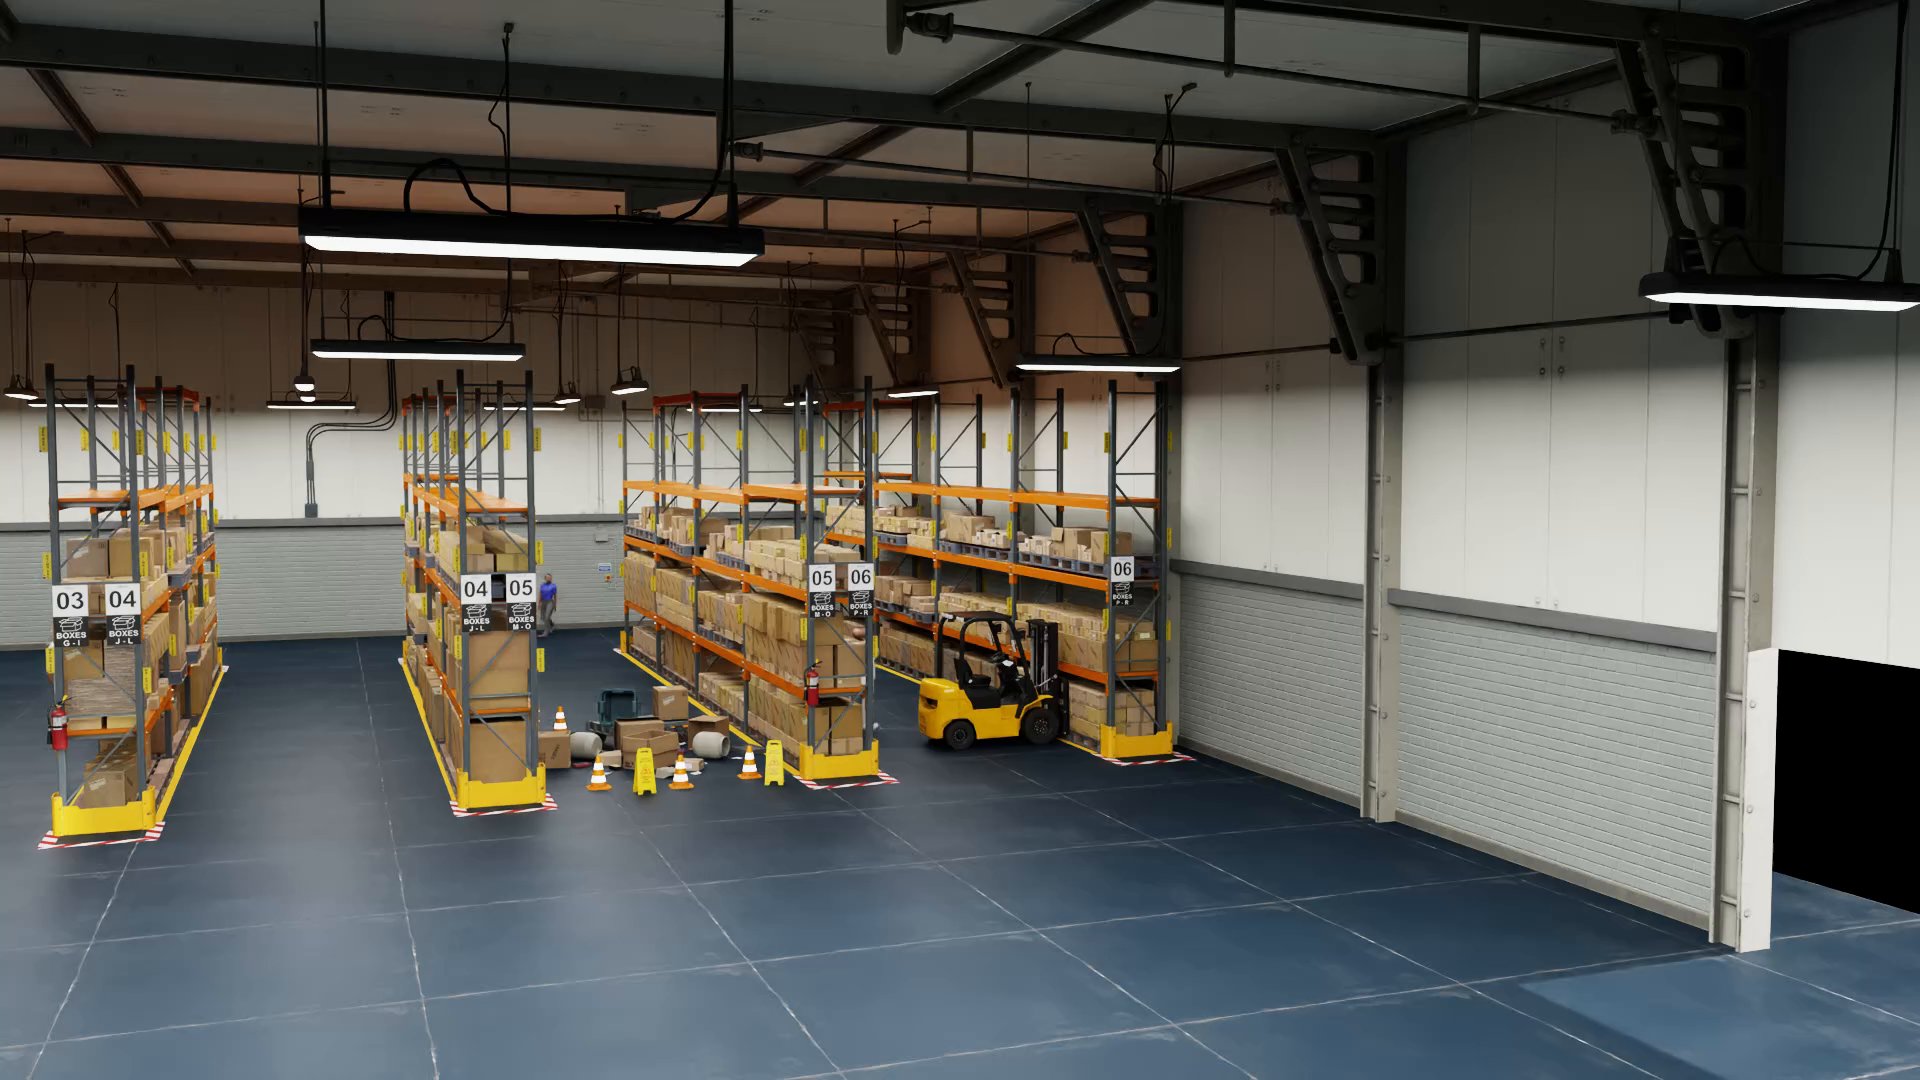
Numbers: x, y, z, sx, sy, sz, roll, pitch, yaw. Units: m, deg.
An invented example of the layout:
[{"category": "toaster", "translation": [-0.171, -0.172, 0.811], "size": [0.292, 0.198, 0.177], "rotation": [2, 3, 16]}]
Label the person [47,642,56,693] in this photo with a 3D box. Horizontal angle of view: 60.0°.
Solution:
[{"category": "person", "translation": [-15.962, 2.405, 29.717], "size": [0.602, 1.767, 0.766], "rotation": [-2, 4, -32]}]

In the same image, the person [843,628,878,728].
[{"category": "person", "translation": [-1.769, 2.397, 29.115], "size": [0.650, 1.700, 1.027], "rotation": [0, 3, -4]}]

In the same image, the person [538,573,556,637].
[{"category": "person", "translation": [-10.637, 1.668, 43.007], "size": [0.437, 1.632, 0.836], "rotation": [1, 4, 19]}]
